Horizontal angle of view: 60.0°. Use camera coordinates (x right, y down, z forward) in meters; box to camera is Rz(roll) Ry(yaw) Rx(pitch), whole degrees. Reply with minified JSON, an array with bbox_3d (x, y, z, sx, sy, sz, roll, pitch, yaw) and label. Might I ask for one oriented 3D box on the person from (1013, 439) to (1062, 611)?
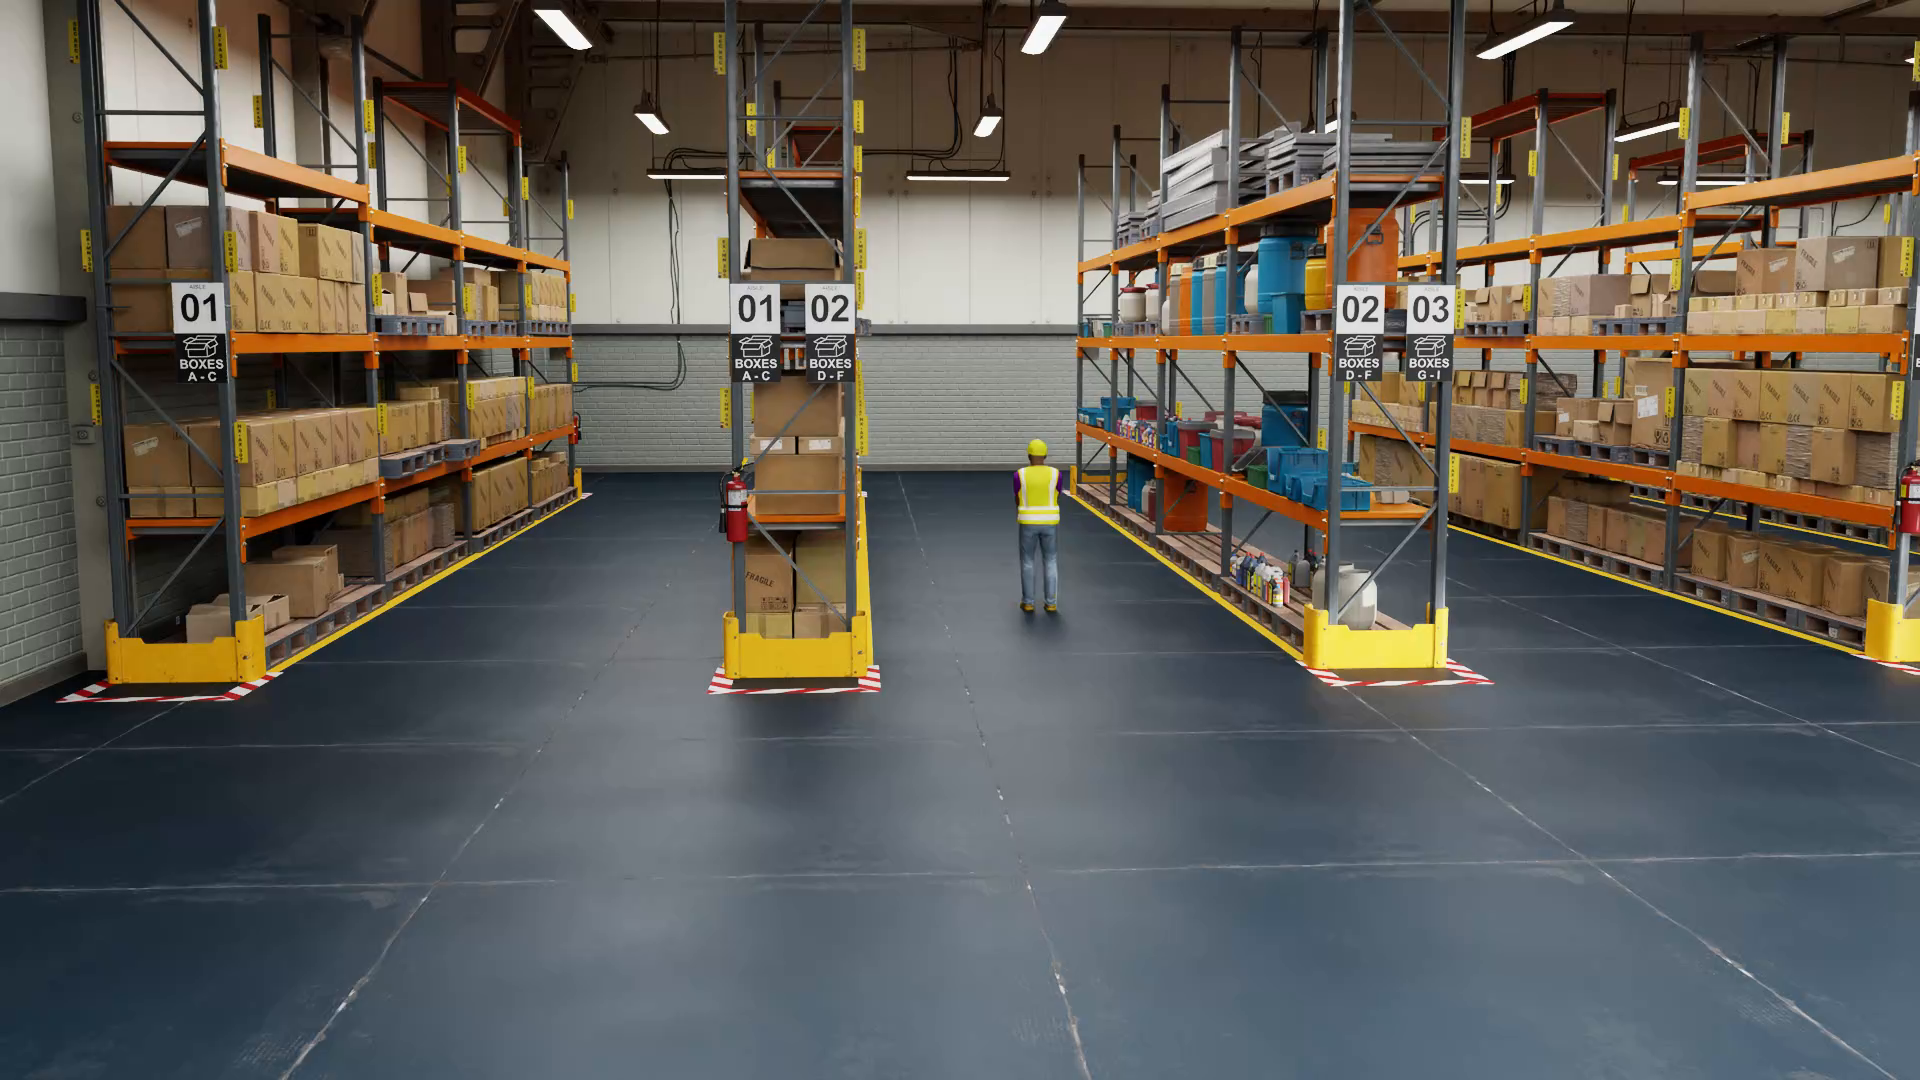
[{"bbox_3d":[0.782,-0.167,17.064,0.502,1.761,0.577,0,7,-3],"label":"person"}]
